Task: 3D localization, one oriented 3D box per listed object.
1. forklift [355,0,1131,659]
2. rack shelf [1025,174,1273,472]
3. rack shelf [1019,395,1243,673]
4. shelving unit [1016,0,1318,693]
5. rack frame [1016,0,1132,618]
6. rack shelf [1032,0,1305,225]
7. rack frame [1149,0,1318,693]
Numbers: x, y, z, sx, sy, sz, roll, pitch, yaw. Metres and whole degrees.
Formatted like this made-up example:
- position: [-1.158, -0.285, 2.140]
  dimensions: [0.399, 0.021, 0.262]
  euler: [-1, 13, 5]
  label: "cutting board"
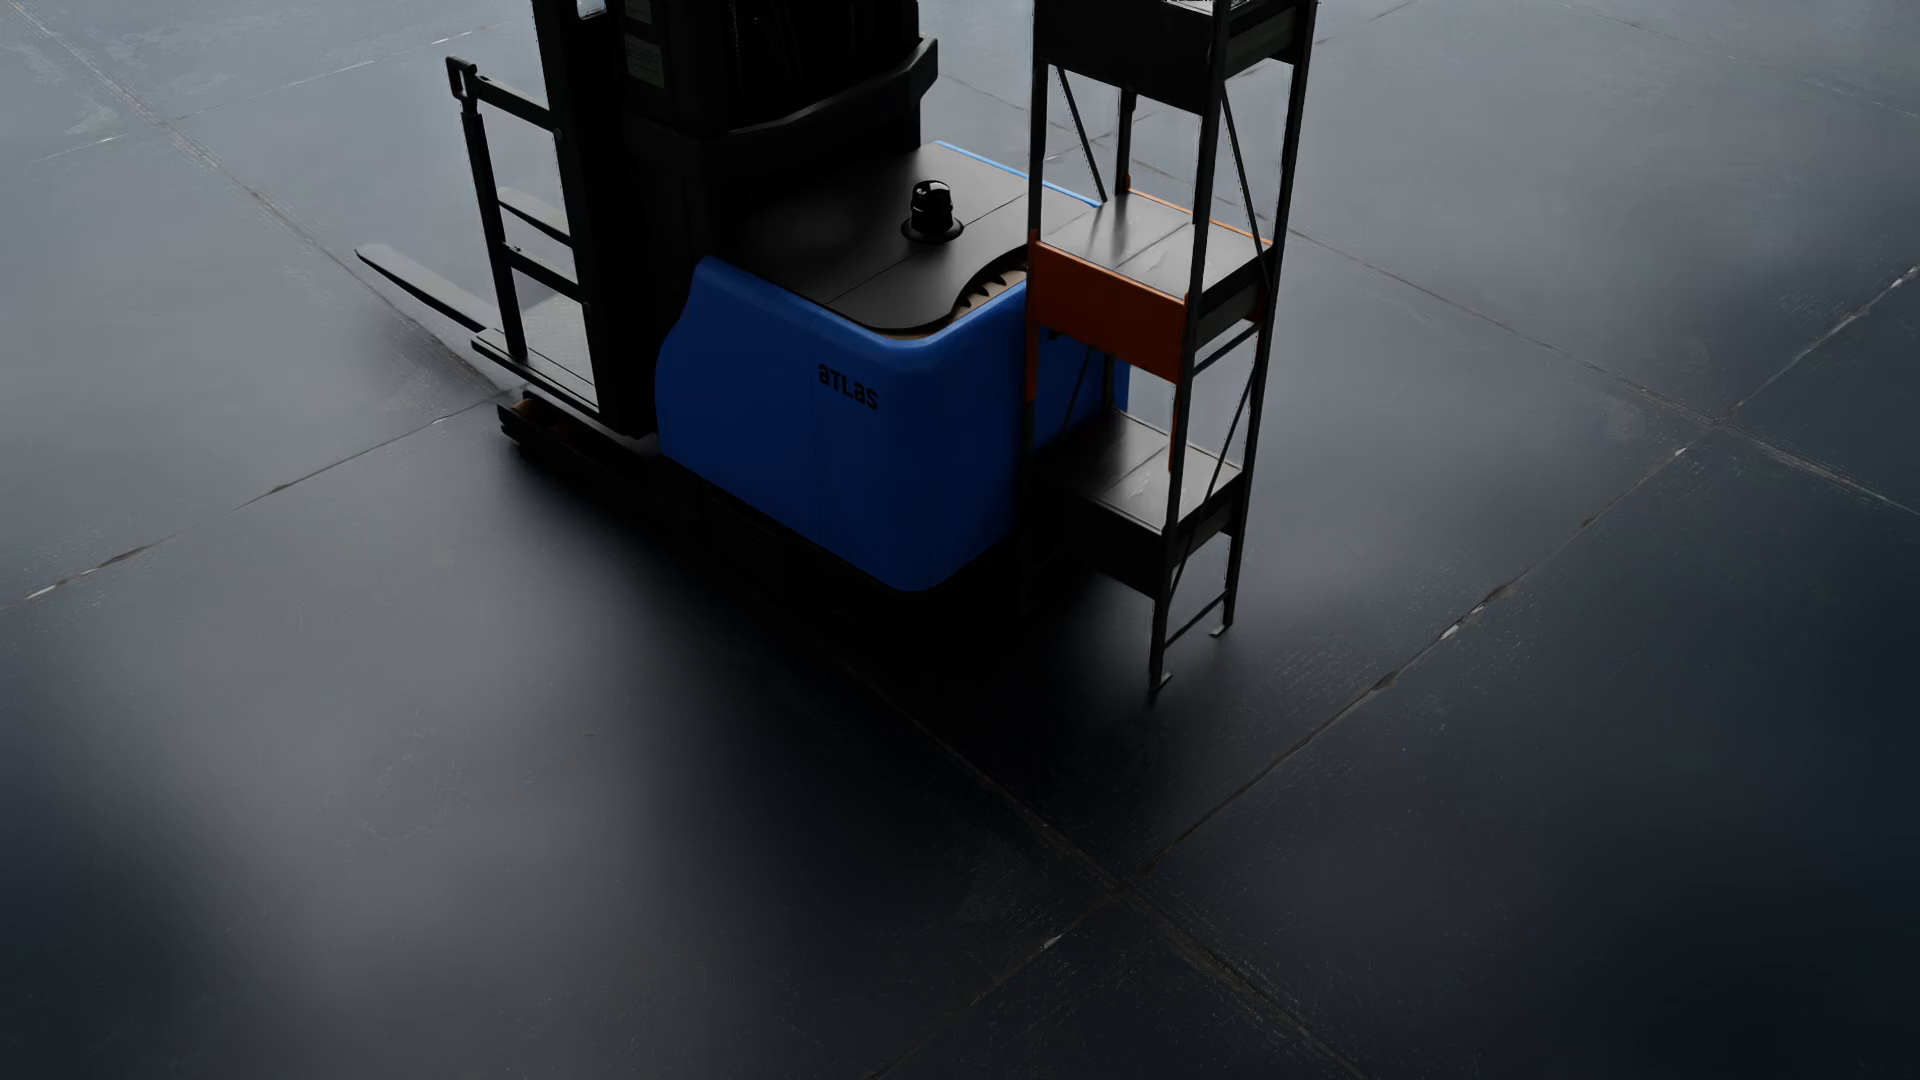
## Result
- position: [-0.917, -1.592, 4.888]
  dimensions: [3.031, 2.935, 1.130]
  euler: [29, 47, 31]
  label: "forklift"
- position: [0.489, -0.569, 4.305]
  dimensions: [0.480, 0.518, 0.431]
  euler: [29, 47, 31]
  label: "rack shelf"
- position: [0.489, -0.025, 4.745]
  dimensions: [0.480, 0.518, 0.431]
  euler: [29, 47, 31]
  label: "rack shelf"
- position: [0.489, -0.580, 4.297]
  dimensions: [0.503, 2.100, 0.431]
  euler: [29, 47, 31]
  label: "shelving unit"
- position: [0.306, -0.681, 4.422]
  dimensions: [0.015, 2.100, 0.400]
  euler: [29, 47, 31]
  label: "rack frame"
- position: [0.489, -1.114, 3.866]
  dimensions: [0.480, 0.518, 0.431]
  euler: [29, 47, 31]
  label: "rack shelf"
- position: [0.673, -0.479, 4.172]
  dimensions: [0.015, 2.100, 0.400]
  euler: [29, 47, 31]
  label: "rack frame"
